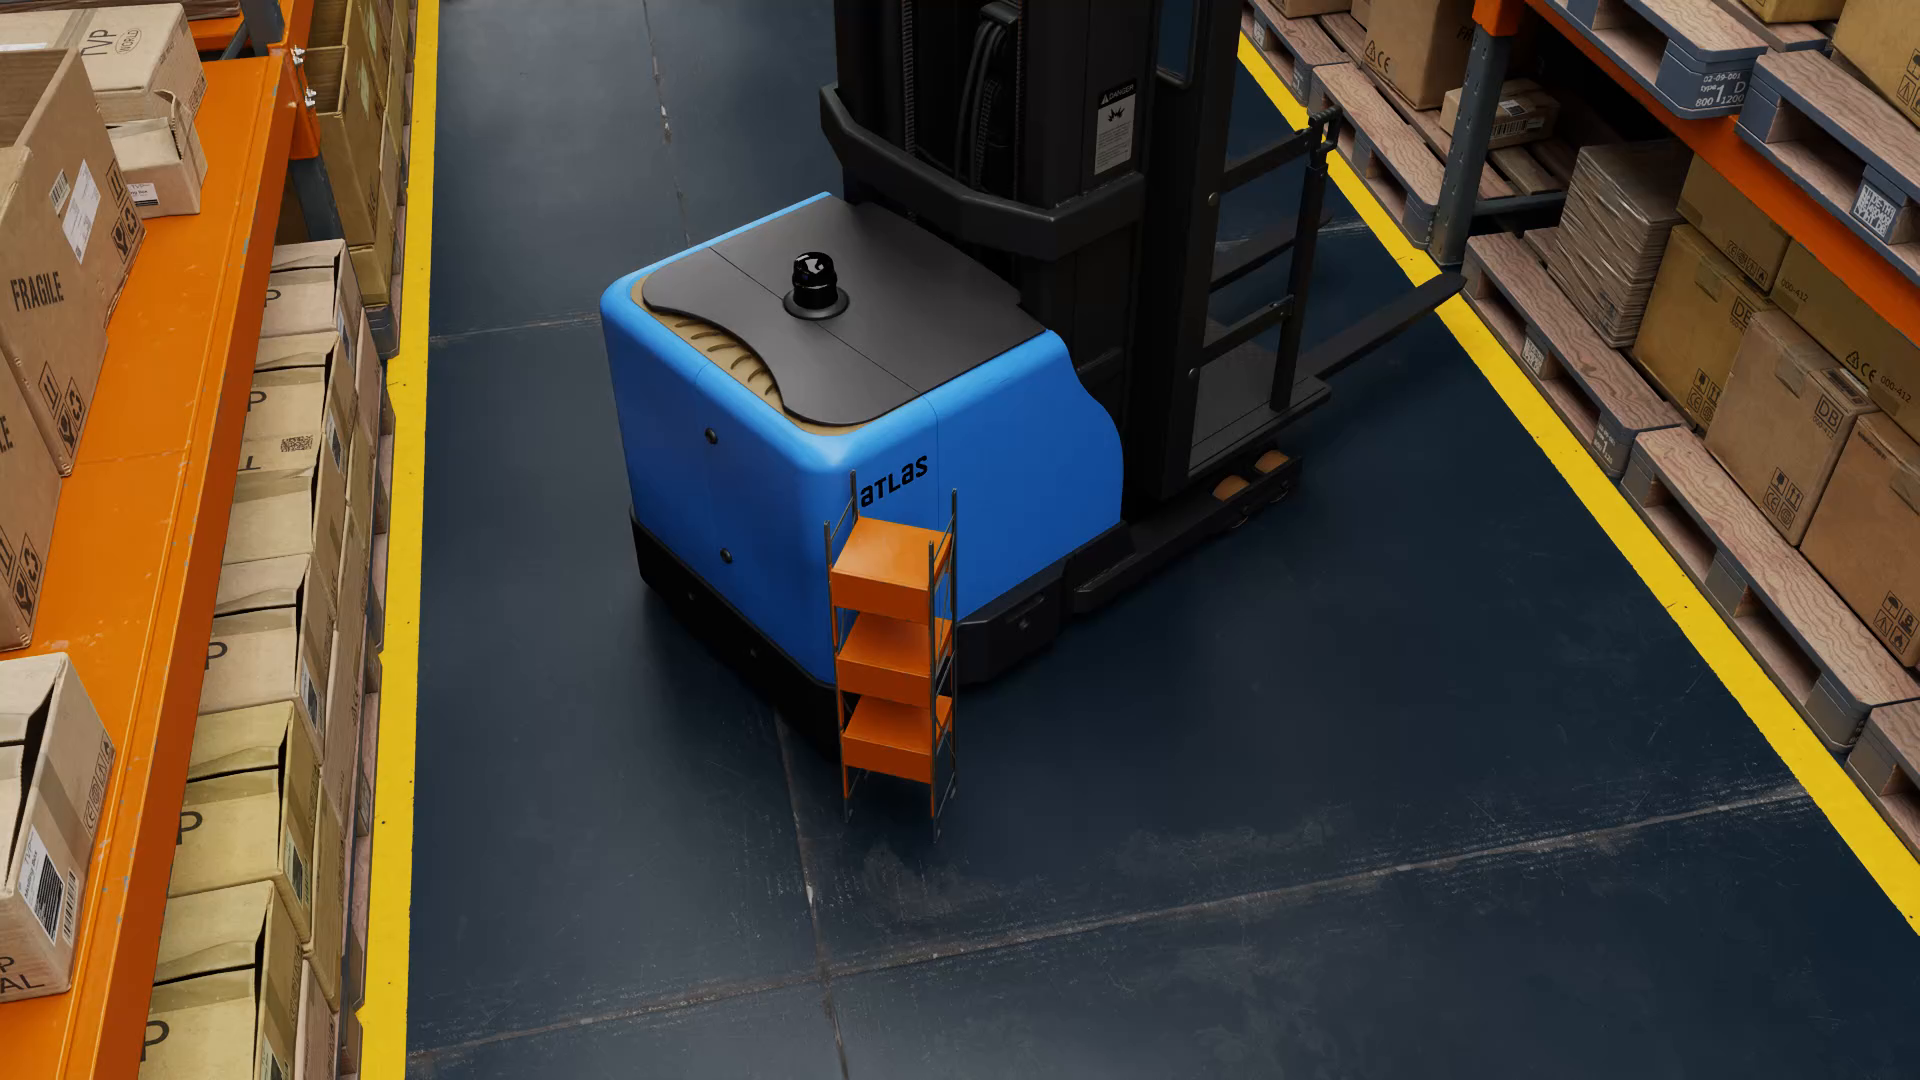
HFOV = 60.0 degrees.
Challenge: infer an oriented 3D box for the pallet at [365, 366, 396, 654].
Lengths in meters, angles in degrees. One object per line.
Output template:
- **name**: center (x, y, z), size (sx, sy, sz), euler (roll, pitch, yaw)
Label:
- **pallet**: center (-2.307, -0.057, 5.155), size (1.003, 0.211, 1.213), euler (-8, 42, -9)

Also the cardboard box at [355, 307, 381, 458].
- **cardboard box**: center (-2.132, -0.473, 5.278), size (0.500, 0.250, 0.500), euler (-9, 42, -10)

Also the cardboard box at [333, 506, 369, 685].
- **cardboard box**: center (-1.914, 0.187, 4.535), size (0.500, 0.250, 0.500), euler (-7, 42, -8)

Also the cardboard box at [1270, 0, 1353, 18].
- **cardboard box**: center (1.762, -2.793, 7.688), size (0.700, 0.500, 0.500), euler (-11, 43, -12)

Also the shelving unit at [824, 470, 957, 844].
- **shelving unit**: center (-0.156, 0.316, 4.103), size (0.252, 1.050, 0.215), euler (11, 43, 12)

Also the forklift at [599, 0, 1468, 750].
- **forklift**: center (0.468, -1.370, 4.585), size (3.031, 2.935, 1.130), euler (-30, 50, -30)

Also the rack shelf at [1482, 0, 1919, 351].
- **rack shelf**: center (2.763, -0.718, 4.342), size (1.077, 0.370, 4.000), euler (-8, 42, -9)

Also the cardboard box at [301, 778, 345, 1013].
- **cardboard box**: center (-1.695, 0.849, 3.789), size (0.500, 0.250, 0.500), euler (-9, 42, -10)

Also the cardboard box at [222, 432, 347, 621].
- **cardboard box**: center (-1.913, -0.029, 4.355), size (0.500, 0.311, 0.500), euler (-8, 42, -9)

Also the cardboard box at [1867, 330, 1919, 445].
- **cardboard box**: center (2.811, -0.372, 4.396), size (0.500, 0.250, 0.500), euler (-9, 42, -9)

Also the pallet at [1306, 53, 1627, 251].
- **pallet**: center (2.152, -1.671, 6.974), size (1.003, 0.211, 1.213), euler (-8, 42, -9)

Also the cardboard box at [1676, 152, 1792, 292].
- **cardboard box**: center (2.605, -1.034, 5.142), size (0.500, 0.250, 0.500), euler (-9, 42, -10)

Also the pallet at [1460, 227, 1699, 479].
- **pallet**: center (2.501, -0.737, 5.921), size (1.003, 0.211, 1.213), euler (-8, 42, -9)

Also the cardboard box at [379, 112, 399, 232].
- **cardboard box**: center (-2.412, -1.369, 6.288), size (0.500, 0.250, 0.500), euler (-8, 42, -9)

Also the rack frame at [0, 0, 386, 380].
- **rack frame**: center (-2.505, -1.572, 4.761), size (1.000, 3.000, 0.127), euler (-8, 42, -9)

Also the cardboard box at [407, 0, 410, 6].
- **cardboard box**: center (-2.844, -2.666, 7.748), size (0.500, 0.250, 0.500), euler (-8, 42, -9)

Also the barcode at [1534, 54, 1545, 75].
- **barcode**: center (2.441, -2.003, 7.009), size (0.001, 0.075, 0.075), euler (-8, 42, -9)

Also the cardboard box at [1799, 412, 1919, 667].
- **cardboard box**: center (2.856, -0.049, 4.597), size (0.700, 0.500, 0.500), euler (-9, 42, -10)

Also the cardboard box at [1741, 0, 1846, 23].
- **cardboard box**: center (2.522, -1.788, 4.598), size (0.700, 0.500, 0.500), euler (-4, 42, -5)

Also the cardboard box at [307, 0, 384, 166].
- **cardboard box**: center (-2.415, -1.649, 6.038), size (0.500, 0.500, 0.500), euler (-8, 42, -9)

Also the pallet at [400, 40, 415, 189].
- **pallet**: center (-2.902, -1.843, 7.167), size (1.003, 0.211, 1.213), euler (-8, 42, -9)

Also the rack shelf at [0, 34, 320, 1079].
- **rack shelf**: center (-2.073, -0.006, 3.539), size (1.077, 0.370, 4.000), euler (-8, 42, -9)

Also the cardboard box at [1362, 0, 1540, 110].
- **cardboard box**: center (2.068, -2.181, 6.999), size (0.500, 0.500, 0.500), euler (-11, 43, -12)

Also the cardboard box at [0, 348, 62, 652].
- **cardboard box**: center (-2.019, -0.102, 3.030), size (0.500, 0.500, 0.500), euler (-10, 43, -12)

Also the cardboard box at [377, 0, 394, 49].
- **cardboard box**: center (-2.625, -2.298, 6.770), size (0.500, 0.500, 0.500), euler (-8, 42, -9)

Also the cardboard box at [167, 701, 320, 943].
- **cardboard box**: center (-1.697, 0.631, 3.612), size (0.500, 0.311, 0.500), euler (-9, 42, -10)

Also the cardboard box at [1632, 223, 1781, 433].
- **cardboard box**: center (2.667, -0.711, 5.343), size (0.700, 0.500, 0.500), euler (-9, 42, -10)

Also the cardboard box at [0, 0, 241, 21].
- **cardboard box**: center (-2.607, -1.896, 5.051), size (0.700, 0.500, 0.500), euler (-9, 42, -10)

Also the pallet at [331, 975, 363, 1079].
- **pallet**: center (-1.781, 1.525, 3.373), size (1.003, 0.211, 1.213), euler (-8, 42, -9)

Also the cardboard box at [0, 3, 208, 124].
- **cardboard box**: center (-2.356, -1.203, 4.458), size (0.500, 0.250, 0.500), euler (-6, 42, -7)

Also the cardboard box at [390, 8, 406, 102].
- **cardboard box**: center (-2.628, -2.017, 7.018), size (0.500, 0.250, 0.500), euler (-8, 42, -9)

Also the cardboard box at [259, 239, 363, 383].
- **cardboard box**: center (-2.137, -0.689, 5.099), size (0.500, 0.311, 0.500), euler (-8, 42, -9)

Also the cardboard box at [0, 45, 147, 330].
- **cardboard box**: center (-2.241, -0.767, 3.780), size (0.500, 0.500, 0.500), euler (-6, 42, -6)

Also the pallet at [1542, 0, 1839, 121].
- **pallet**: center (2.354, -1.696, 5.045), size (1.003, 0.211, 1.213), euler (-8, 42, -9)

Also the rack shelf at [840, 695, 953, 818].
- **rack shelf**: center (-0.156, 0.532, 4.294), size (0.240, 0.259, 0.215), euler (11, 43, 12)

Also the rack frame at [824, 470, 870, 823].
- **rack frame**: center (-0.273, 0.294, 4.128), size (0.008, 1.050, 0.200), euler (11, 43, 12)
